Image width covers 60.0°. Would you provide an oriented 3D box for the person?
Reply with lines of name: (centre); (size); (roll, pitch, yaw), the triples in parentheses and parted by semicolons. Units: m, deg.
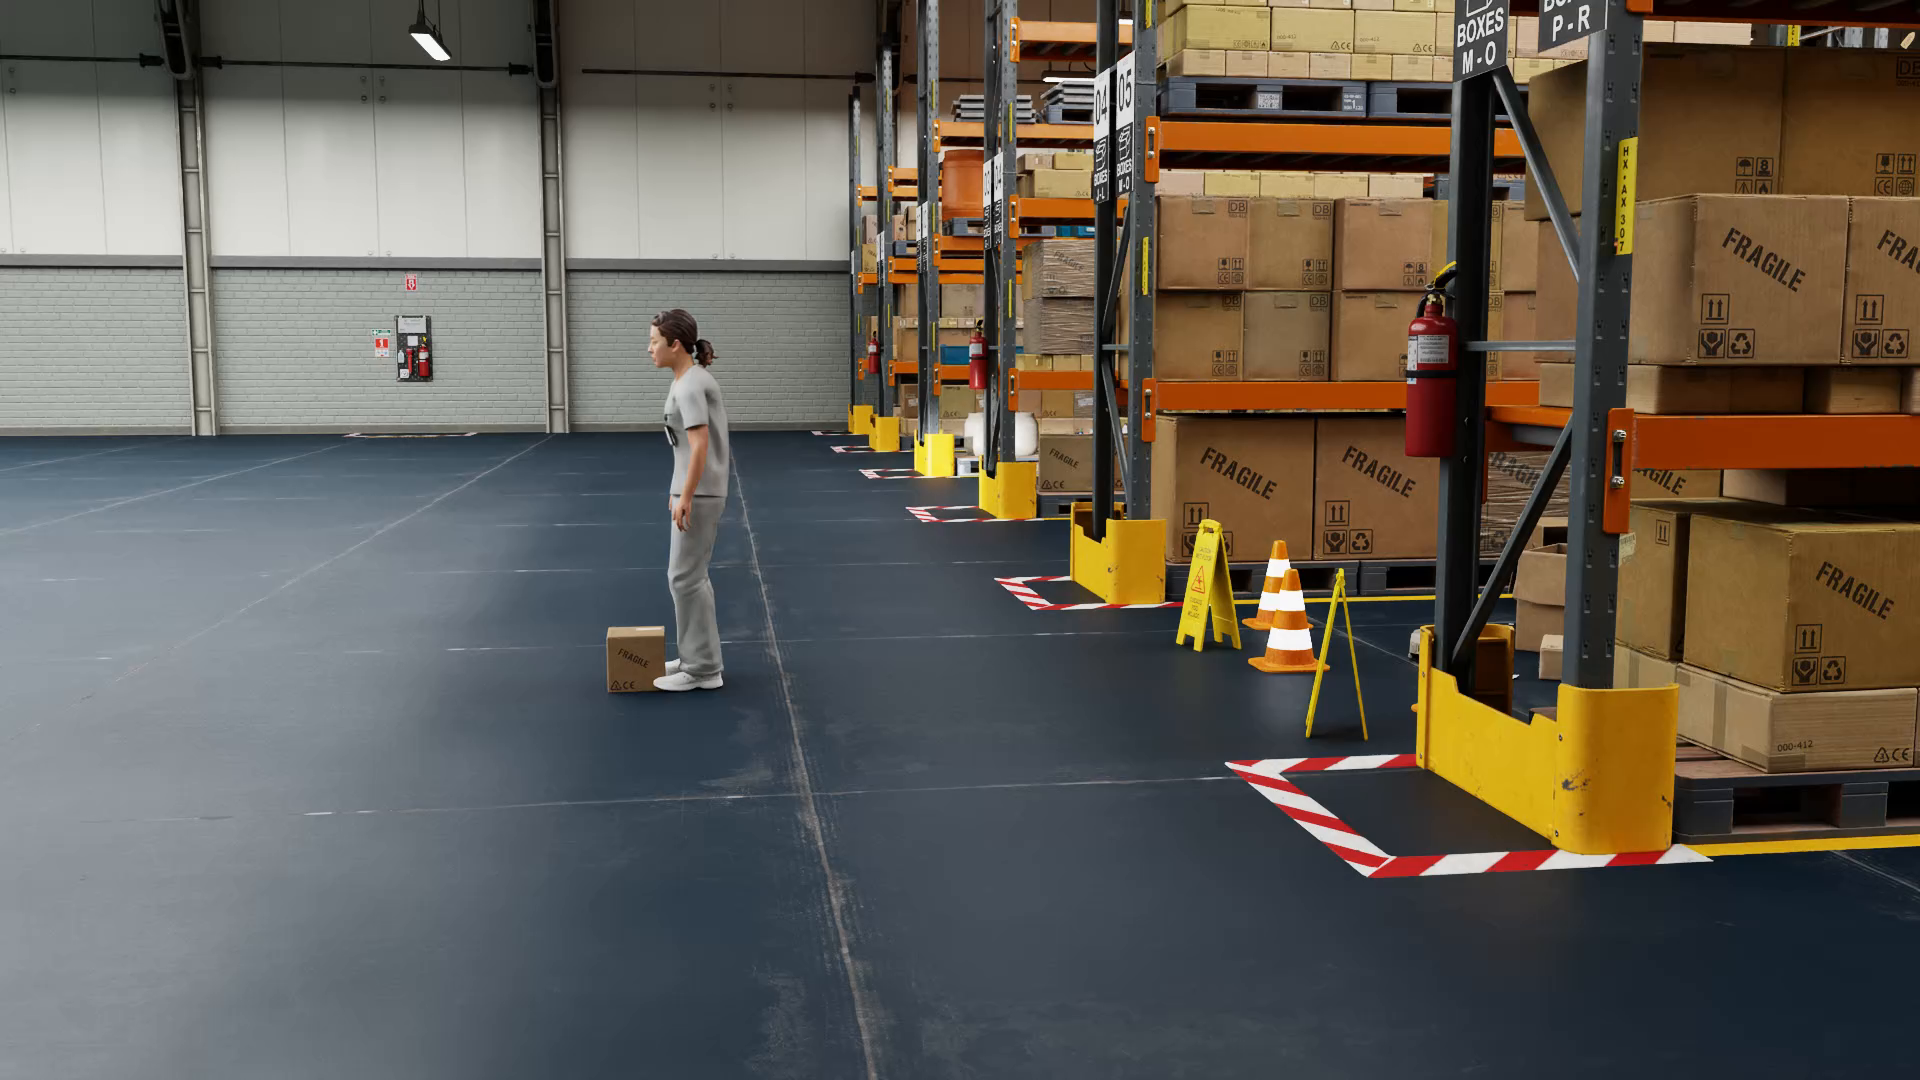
person: (-1.199, -0.181, 7.377); (0.353, 1.673, 0.505); (-1, 7, -10)
